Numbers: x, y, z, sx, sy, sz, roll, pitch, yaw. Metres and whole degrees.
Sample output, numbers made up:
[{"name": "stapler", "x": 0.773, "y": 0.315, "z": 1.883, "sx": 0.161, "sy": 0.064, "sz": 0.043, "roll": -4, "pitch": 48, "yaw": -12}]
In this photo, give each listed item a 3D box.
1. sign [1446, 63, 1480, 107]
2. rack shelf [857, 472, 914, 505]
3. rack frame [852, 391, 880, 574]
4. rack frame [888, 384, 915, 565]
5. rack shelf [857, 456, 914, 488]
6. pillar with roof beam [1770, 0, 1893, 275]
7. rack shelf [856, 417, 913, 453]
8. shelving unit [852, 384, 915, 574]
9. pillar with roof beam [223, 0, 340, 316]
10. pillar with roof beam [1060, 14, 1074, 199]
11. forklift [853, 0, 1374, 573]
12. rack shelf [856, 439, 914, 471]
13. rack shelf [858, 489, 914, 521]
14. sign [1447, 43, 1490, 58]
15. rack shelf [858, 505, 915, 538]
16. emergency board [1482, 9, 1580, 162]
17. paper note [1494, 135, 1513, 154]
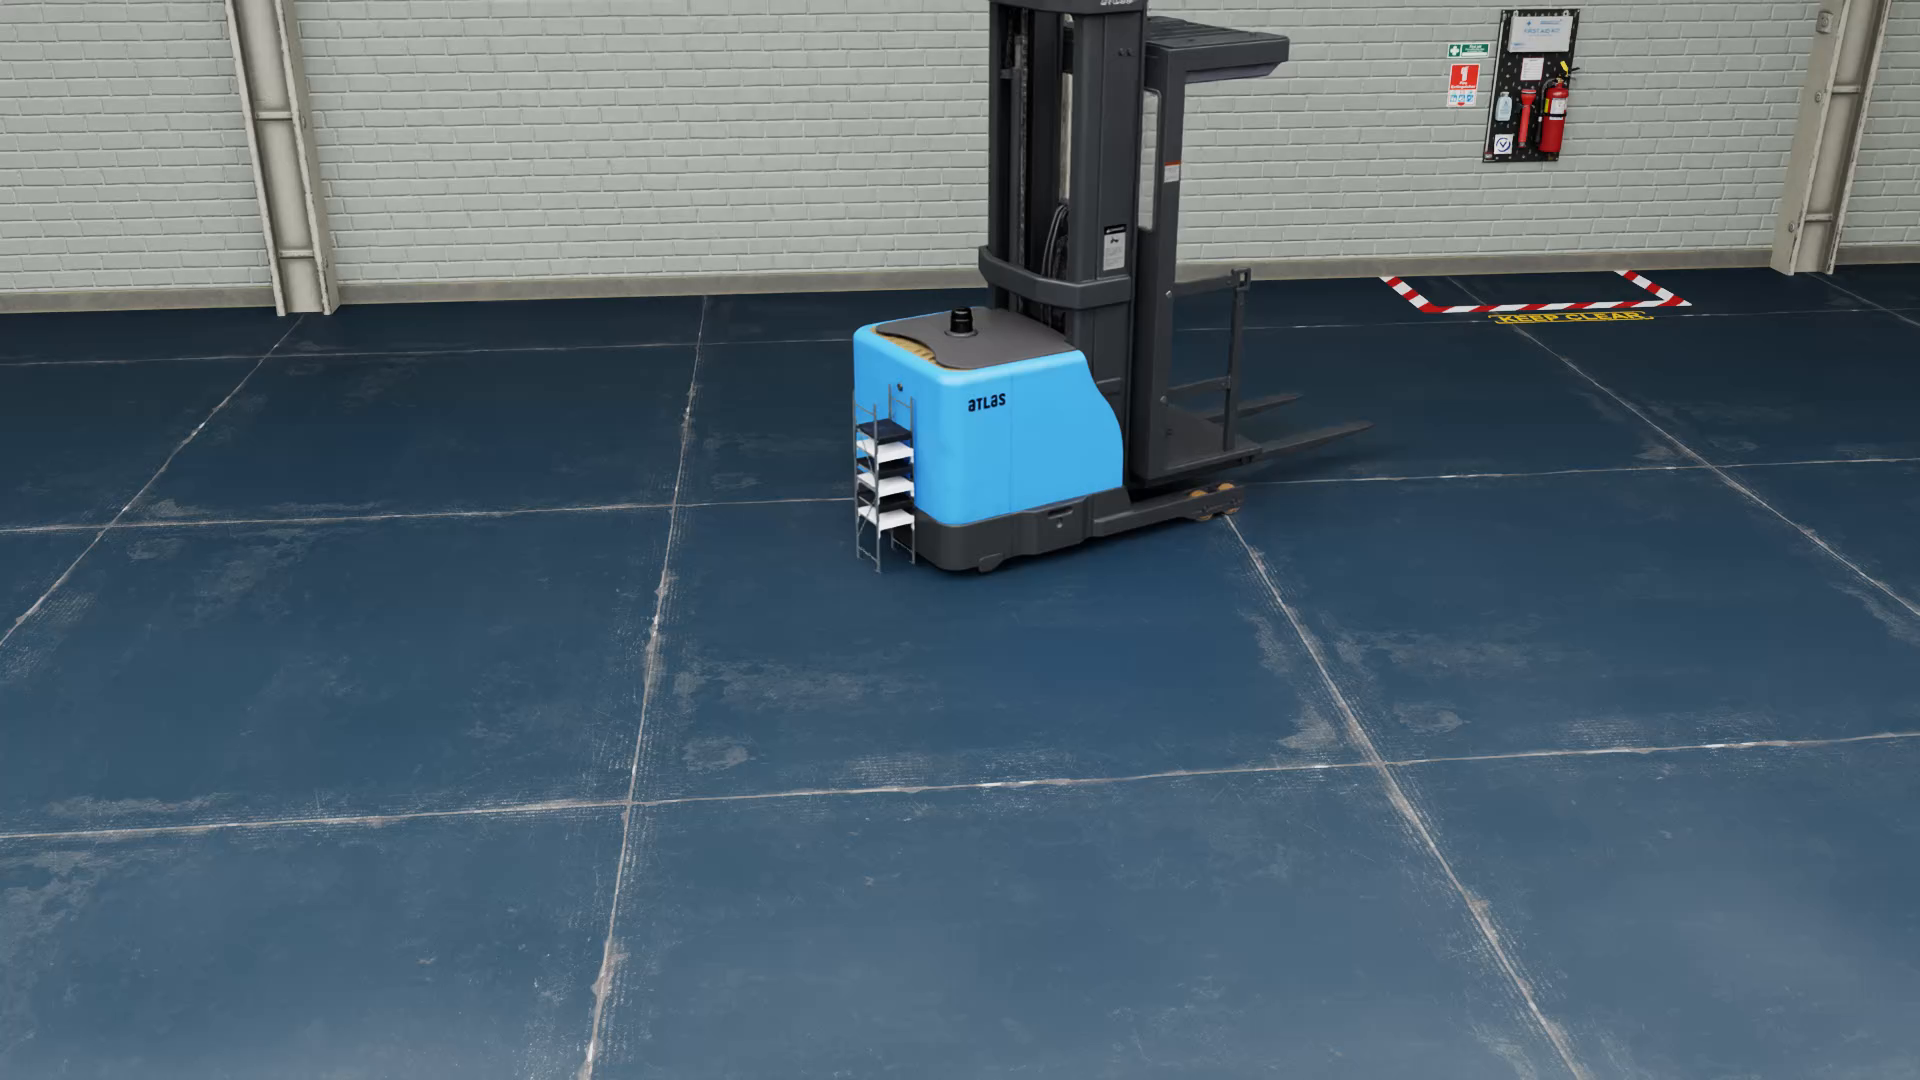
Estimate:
[{"name": "sign", "x": 3.945, "y": -3.564, "z": 13.032, "sx": 0.234, "sy": 0.329, "sz": 0.001, "roll": -2, "pitch": 24, "yaw": -5}, {"name": "rack shelf", "x": -0.380, "y": -0.273, "z": 8.339, "sx": 0.200, "sy": 0.077, "sz": 0.258, "roll": -14, "pitch": 28, "yaw": -28}, {"name": "rack frame", "x": -0.467, "y": -0.282, "z": 8.277, "sx": 0.006, "sy": 0.900, "sz": 0.240, "roll": -14, "pitch": 28, "yaw": -28}, {"name": "rack frame", "x": -0.294, "y": -0.325, "z": 8.374, "sx": 0.006, "sy": 0.900, "sz": 0.240, "roll": -14, "pitch": 28, "yaw": -28}, {"name": "rack shelf", "x": -0.380, "y": -0.356, "z": 8.302, "sx": 0.200, "sy": 0.077, "sz": 0.258, "roll": -14, "pitch": 28, "yaw": -28}, {"name": "pillar with roof beam", "x": 7.391, "y": -4.613, "z": 8.049, "sx": 0.400, "sy": 9.000, "sz": 9.100, "roll": -2, "pitch": 24, "yaw": -5}, {"name": "rack shelf", "x": -0.380, "y": -0.520, "z": 8.229, "sx": 0.200, "sy": 0.077, "sz": 0.258, "roll": -14, "pitch": 28, "yaw": -28}, {"name": "shelving unit", "x": -0.380, "y": -0.304, "z": 8.325, "sx": 0.210, "sy": 0.900, "sz": 0.258, "roll": -14, "pitch": 28, "yaw": -28}, {"name": "pillar with roof beam", "x": -4.551, "y": -4.134, "z": 6.972, "sx": 0.400, "sy": 9.000, "sz": 9.100, "roll": -2, "pitch": 24, "yaw": -5}, {"name": "pillar with roof beam", "x": 1.420, "y": -4.374, "z": 7.510, "sx": 0.400, "sy": 9.000, "sz": 9.100, "roll": -2, "pitch": 24, "yaw": -5}, {"name": "forklift", "x": 0.960, "y": -1.607, "z": 8.757, "sx": 3.031, "sy": 2.935, "sz": 1.130, "roll": -14, "pitch": 28, "yaw": -28}, {"name": "rack shelf", "x": -0.380, "y": -0.438, "z": 8.266, "sx": 0.200, "sy": 0.077, "sz": 0.258, "roll": -14, "pitch": 28, "yaw": -28}, {"name": "rack shelf", "x": -0.380, "y": -0.191, "z": 8.375, "sx": 0.200, "sy": 0.077, "sz": 0.258, "roll": -14, "pitch": 28, "yaw": -28}, {"name": "sign", "x": 3.950, "y": -3.803, "z": 12.917, "sx": 0.331, "sy": 0.109, "sz": 0.001, "roll": -2, "pitch": 24, "yaw": -5}, {"name": "rack shelf", "x": -0.380, "y": -0.109, "z": 8.412, "sx": 0.200, "sy": 0.077, "sz": 0.258, "roll": -14, "pitch": 28, "yaw": -28}, {"name": "emergency board", "x": 4.505, "y": -3.528, "z": 12.995, "sx": 0.643, "sy": 1.169, "sz": 0.194, "roll": -2, "pitch": 24, "yaw": -5}, {"name": "paper note", "x": 4.322, "y": -3.147, "z": 13.221, "sx": 0.142, "sy": 0.148, "sz": 0.016, "roll": -2, "pitch": 24, "yaw": -5}]
